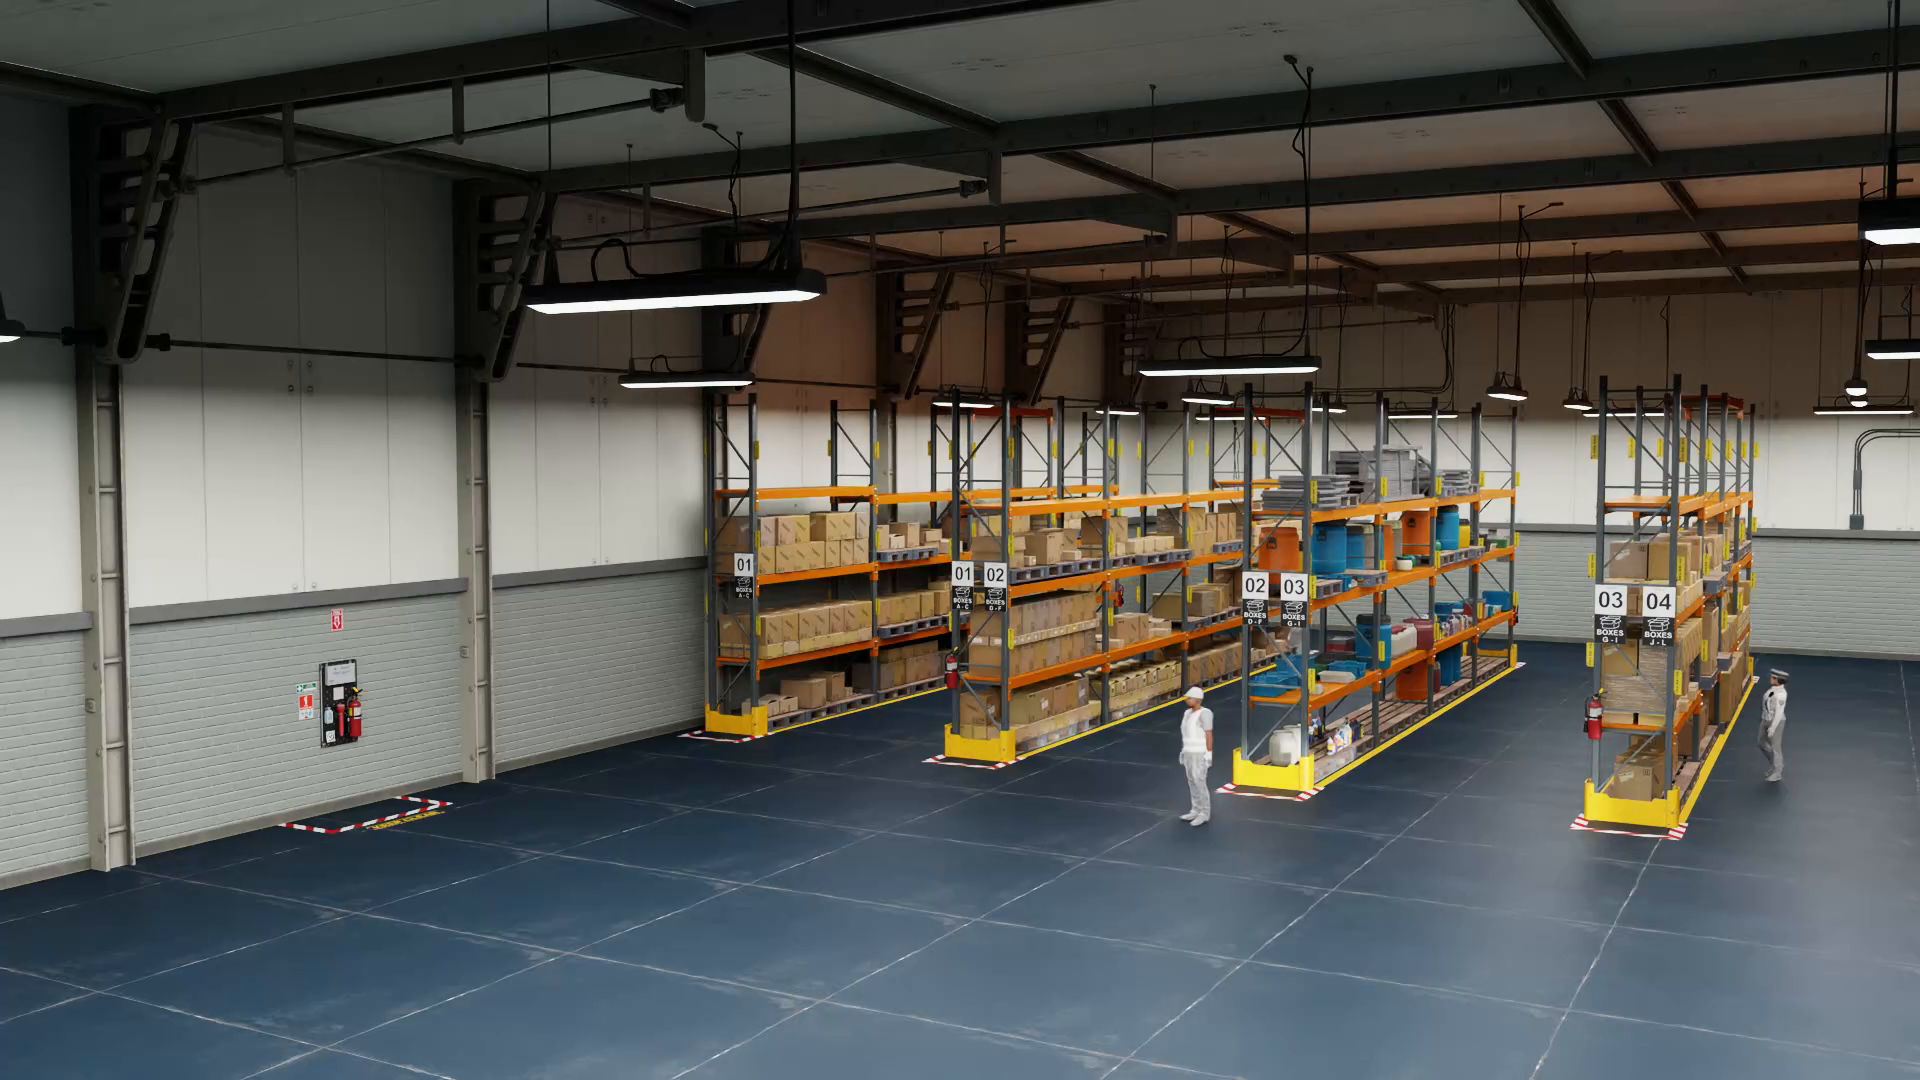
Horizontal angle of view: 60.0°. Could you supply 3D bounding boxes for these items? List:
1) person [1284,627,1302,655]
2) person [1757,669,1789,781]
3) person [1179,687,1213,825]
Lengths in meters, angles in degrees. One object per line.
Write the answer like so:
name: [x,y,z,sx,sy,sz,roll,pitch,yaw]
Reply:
person: [7.222,2.291,35.662,0.506,1.553,0.823,2,3,28]
person: [12.362,2.797,25.275,0.375,1.691,0.569,0,3,1]
person: [3.168,2.898,22.468,0.394,1.816,0.608,-1,3,-23]
